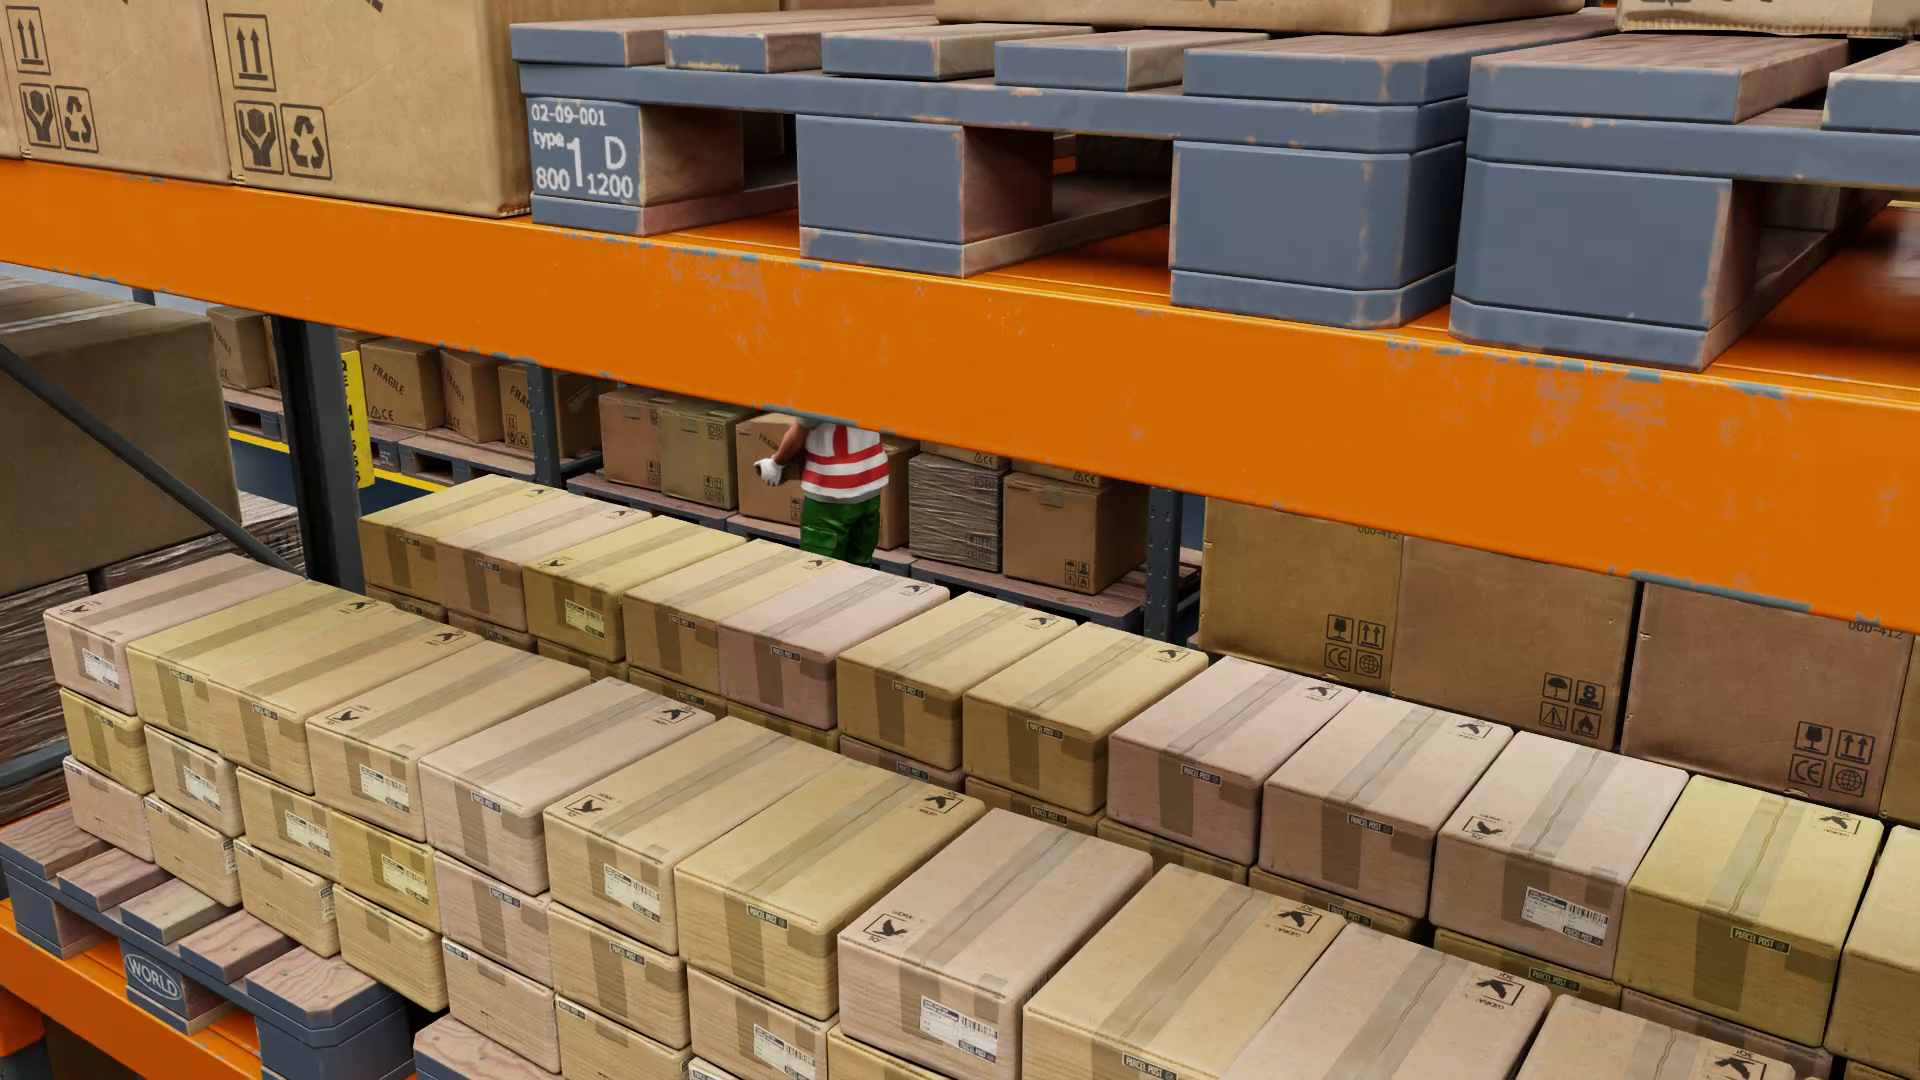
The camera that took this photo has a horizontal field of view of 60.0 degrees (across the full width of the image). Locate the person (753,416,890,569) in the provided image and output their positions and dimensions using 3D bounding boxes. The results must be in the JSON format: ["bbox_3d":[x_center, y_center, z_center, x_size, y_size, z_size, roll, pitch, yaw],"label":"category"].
[{"bbox_3d":[-0.588,-0.220,7.160,0.572,1.783,0.494,13,23,32],"label":"person"}]
